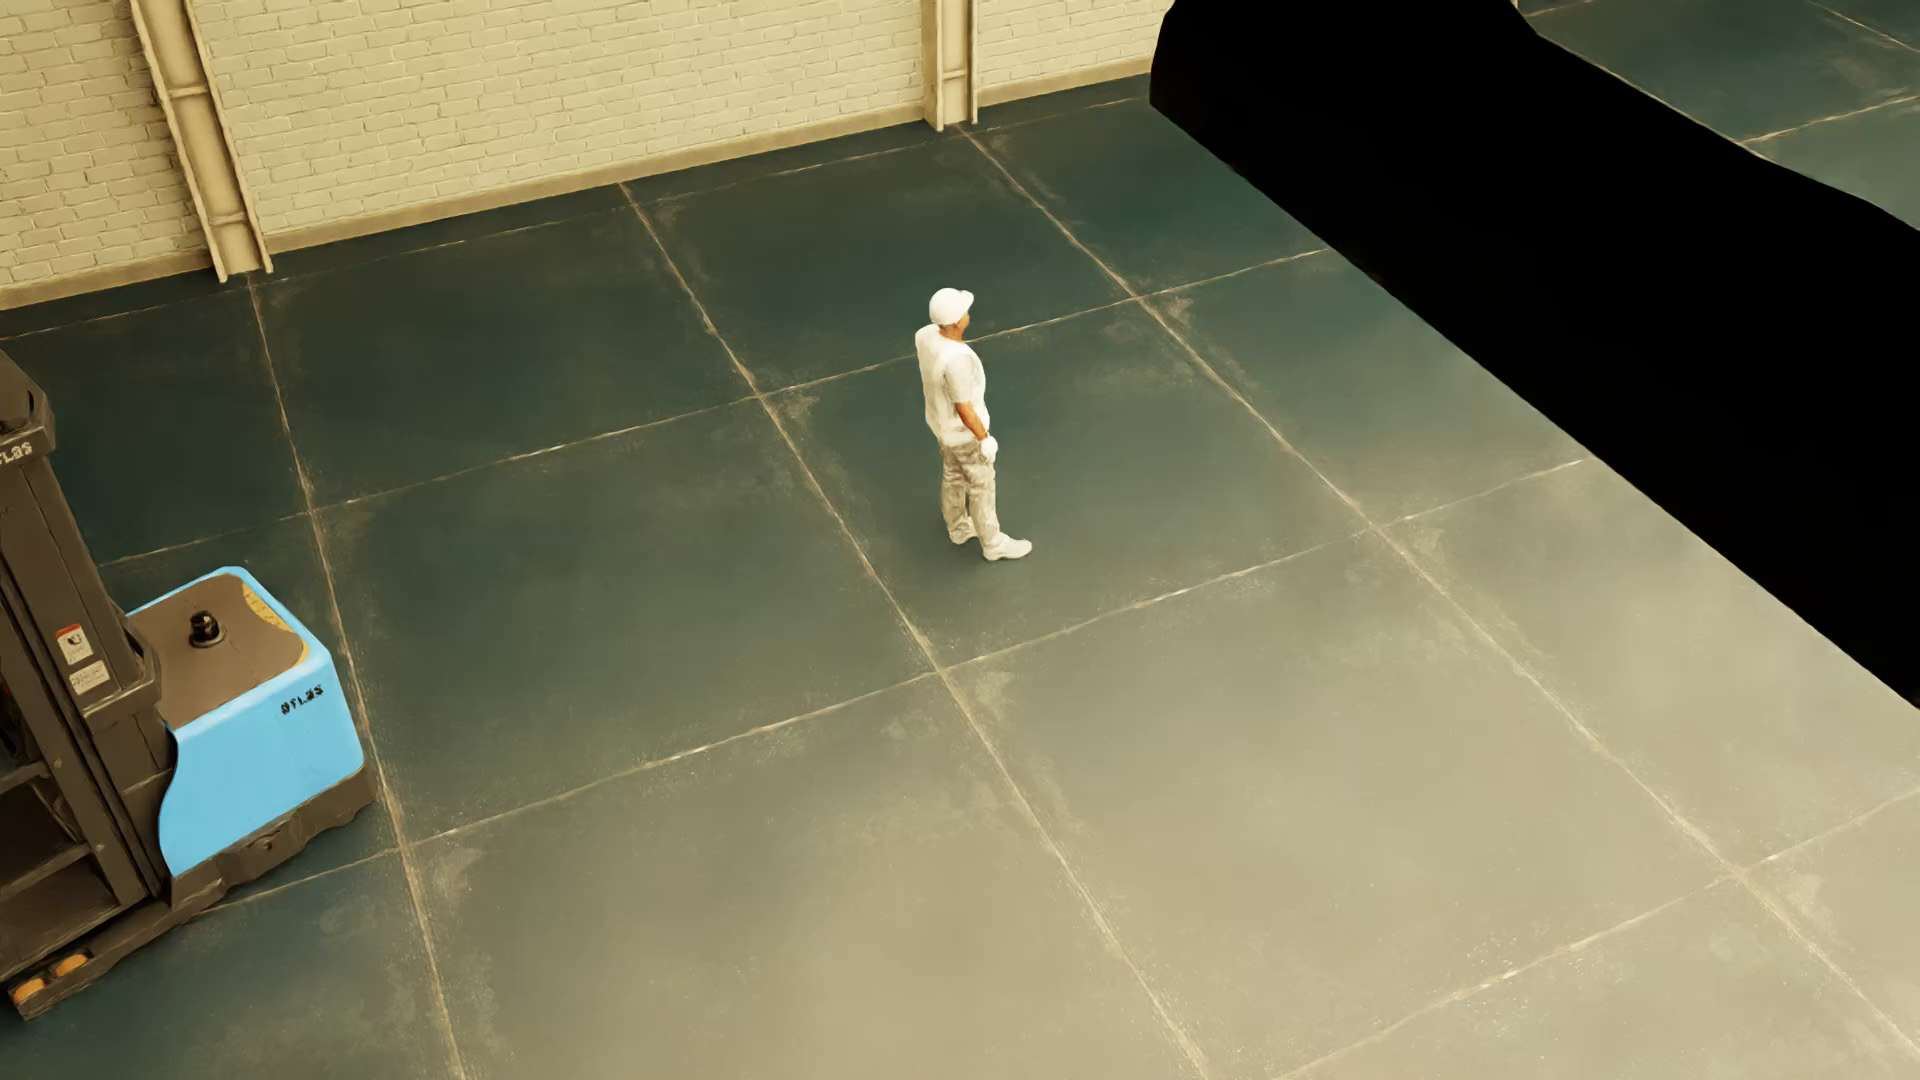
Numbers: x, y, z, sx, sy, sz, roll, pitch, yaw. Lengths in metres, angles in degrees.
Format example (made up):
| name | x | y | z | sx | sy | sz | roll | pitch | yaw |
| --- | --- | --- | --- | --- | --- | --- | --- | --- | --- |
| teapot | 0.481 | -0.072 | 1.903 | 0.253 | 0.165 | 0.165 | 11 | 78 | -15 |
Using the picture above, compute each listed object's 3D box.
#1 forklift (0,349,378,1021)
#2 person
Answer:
| name | x | y | z | sx | sy | sz | roll | pitch | yaw |
| --- | --- | --- | --- | --- | --- | --- | --- | --- | --- |
| forklift | -4.416 | 0.692 | 7.187 | 1.130 | 2.935 | 3.031 | 33 | 50 | 33 |
| person | 0.069 | -0.705 | 9.746 | 0.576 | 1.782 | 0.655 | -17 | 43 | -19 |
